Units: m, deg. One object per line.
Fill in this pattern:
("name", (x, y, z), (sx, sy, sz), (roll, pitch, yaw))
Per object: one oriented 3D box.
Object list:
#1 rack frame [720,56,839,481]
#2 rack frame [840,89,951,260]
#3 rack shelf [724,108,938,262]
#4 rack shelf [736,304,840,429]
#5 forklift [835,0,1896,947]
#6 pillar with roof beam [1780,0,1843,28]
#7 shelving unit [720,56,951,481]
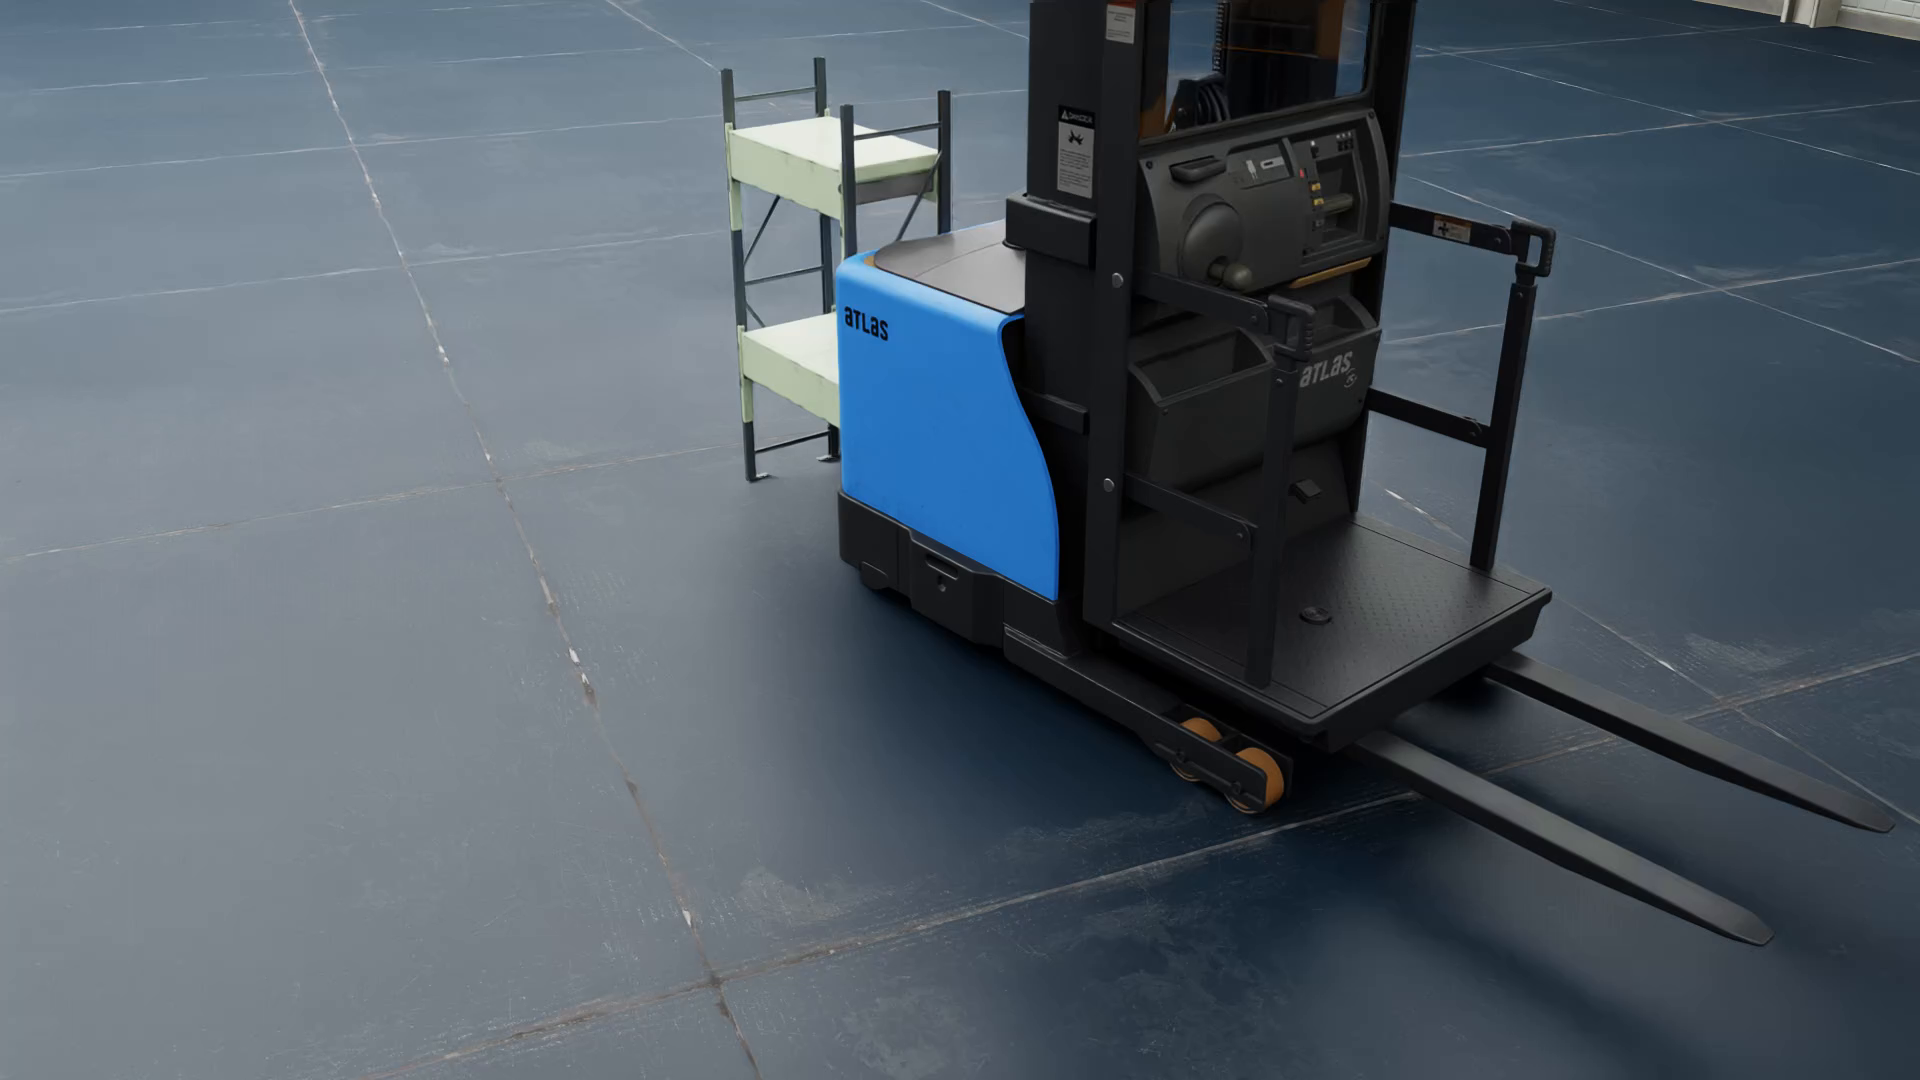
("rack frame", (-0.634, -0.948, 5.982), (0.400, 1.500, 0.023), (-18, 31, -32))
("rack frame", (-0.197, -0.690, 5.455), (0.400, 1.500, 0.023), (-18, 31, -32))
("rack shelf", (-0.415, -1.170, 5.547), (0.431, 0.370, 0.720), (-18, 31, -32))
("rack shelf", (-0.415, -0.526, 5.862), (0.431, 0.370, 0.720), (-18, 31, -32))
("forklift", (0.947, -0.861, 4.174), (1.130, 2.935, 3.031), (-21, 33, -36))
("pillar with roof beam", (4.101, -8.211, 12.311), (9.100, 9.000, 0.400), (-11, 28, -21))
("shelving unit", (-0.415, -0.819, 5.718), (0.431, 1.500, 0.755), (-18, 31, -32))
